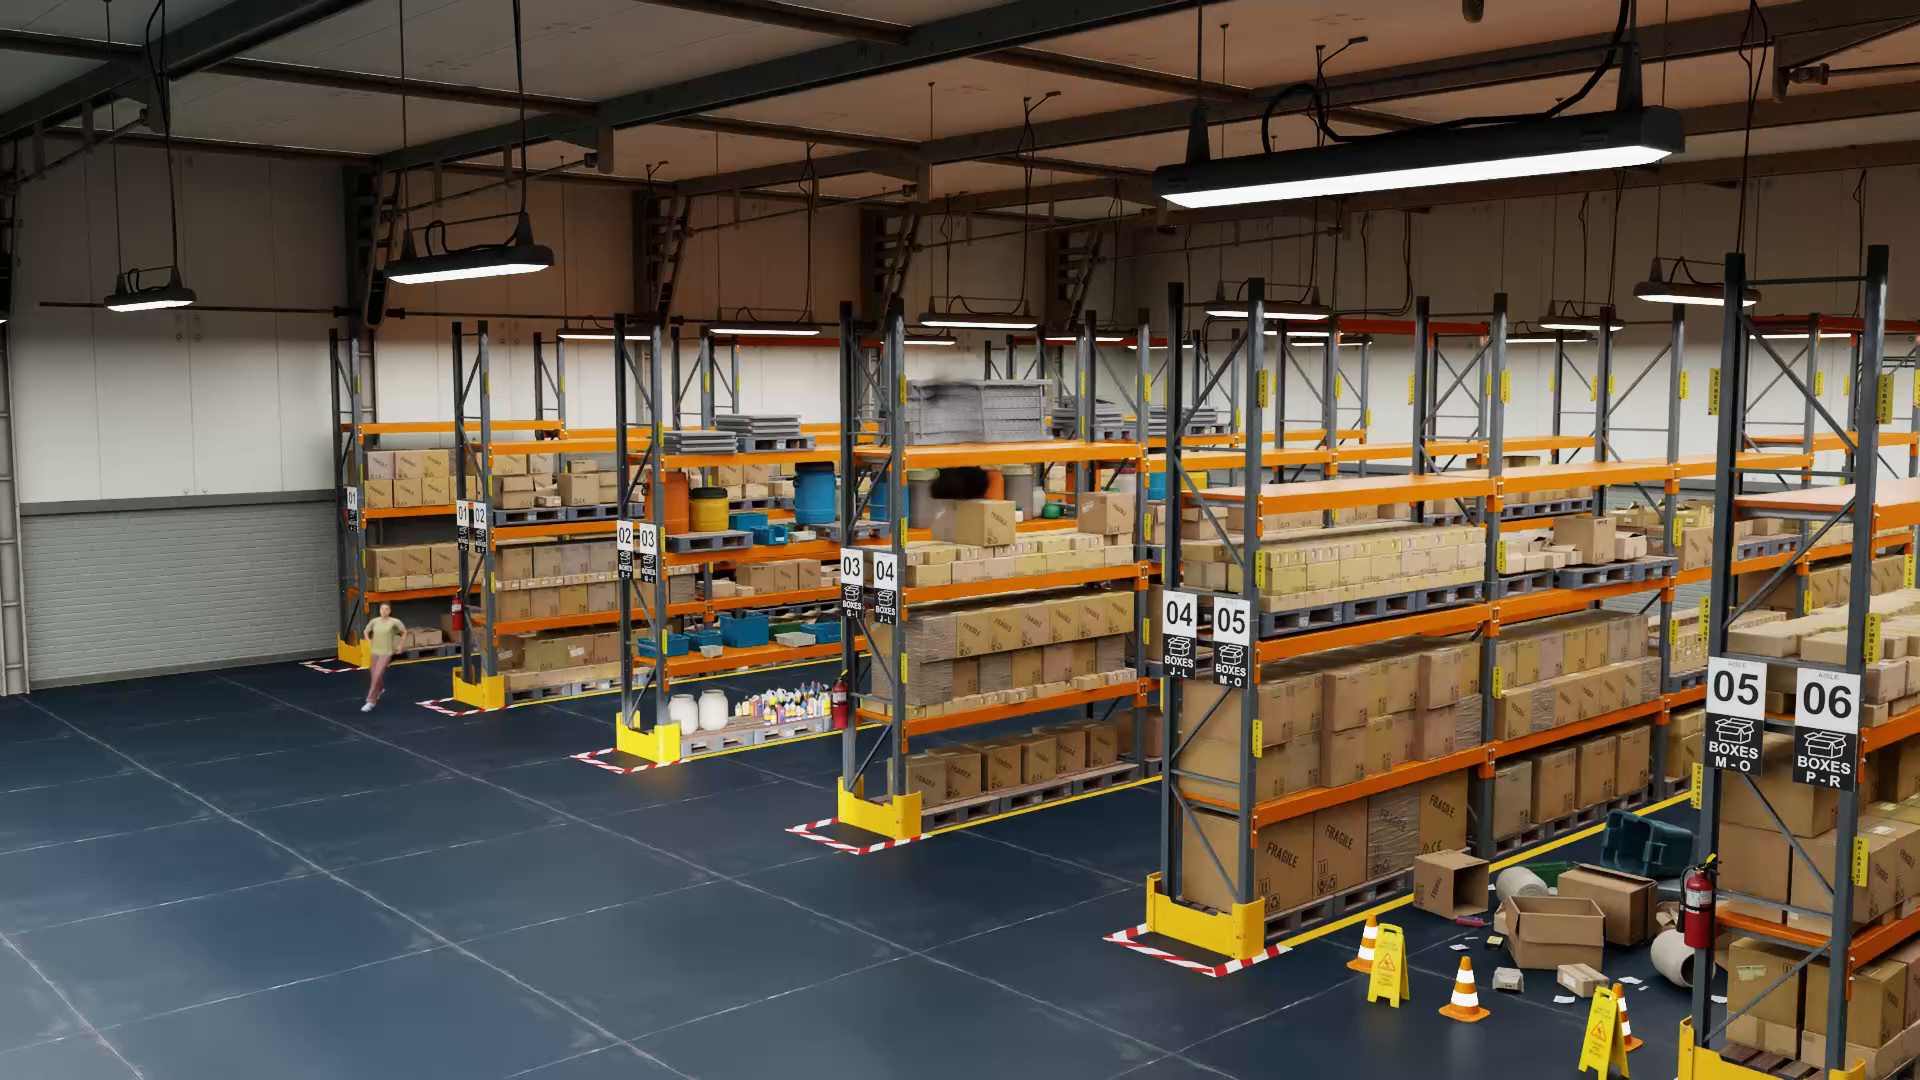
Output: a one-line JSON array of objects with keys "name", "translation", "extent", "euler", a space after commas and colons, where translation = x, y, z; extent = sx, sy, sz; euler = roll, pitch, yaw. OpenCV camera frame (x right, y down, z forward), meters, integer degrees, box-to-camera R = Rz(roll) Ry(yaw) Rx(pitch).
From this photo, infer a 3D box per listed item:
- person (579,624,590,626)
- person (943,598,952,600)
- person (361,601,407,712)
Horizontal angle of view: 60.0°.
[{"name": "person", "translation": [-6.819, 1.385, 30.560], "extent": [0.525, 1.562, 0.680], "euler": [3, 6, 28]}, {"name": "person", "translation": [-0.212, 1.351, 29.933], "extent": [0.603, 1.737, 0.685], "euler": [-5, 8, -43]}, {"name": "person", "translation": [-8.994, 1.774, 25.878], "extent": [0.644, 1.651, 0.943], "euler": [0, 6, 4]}]
